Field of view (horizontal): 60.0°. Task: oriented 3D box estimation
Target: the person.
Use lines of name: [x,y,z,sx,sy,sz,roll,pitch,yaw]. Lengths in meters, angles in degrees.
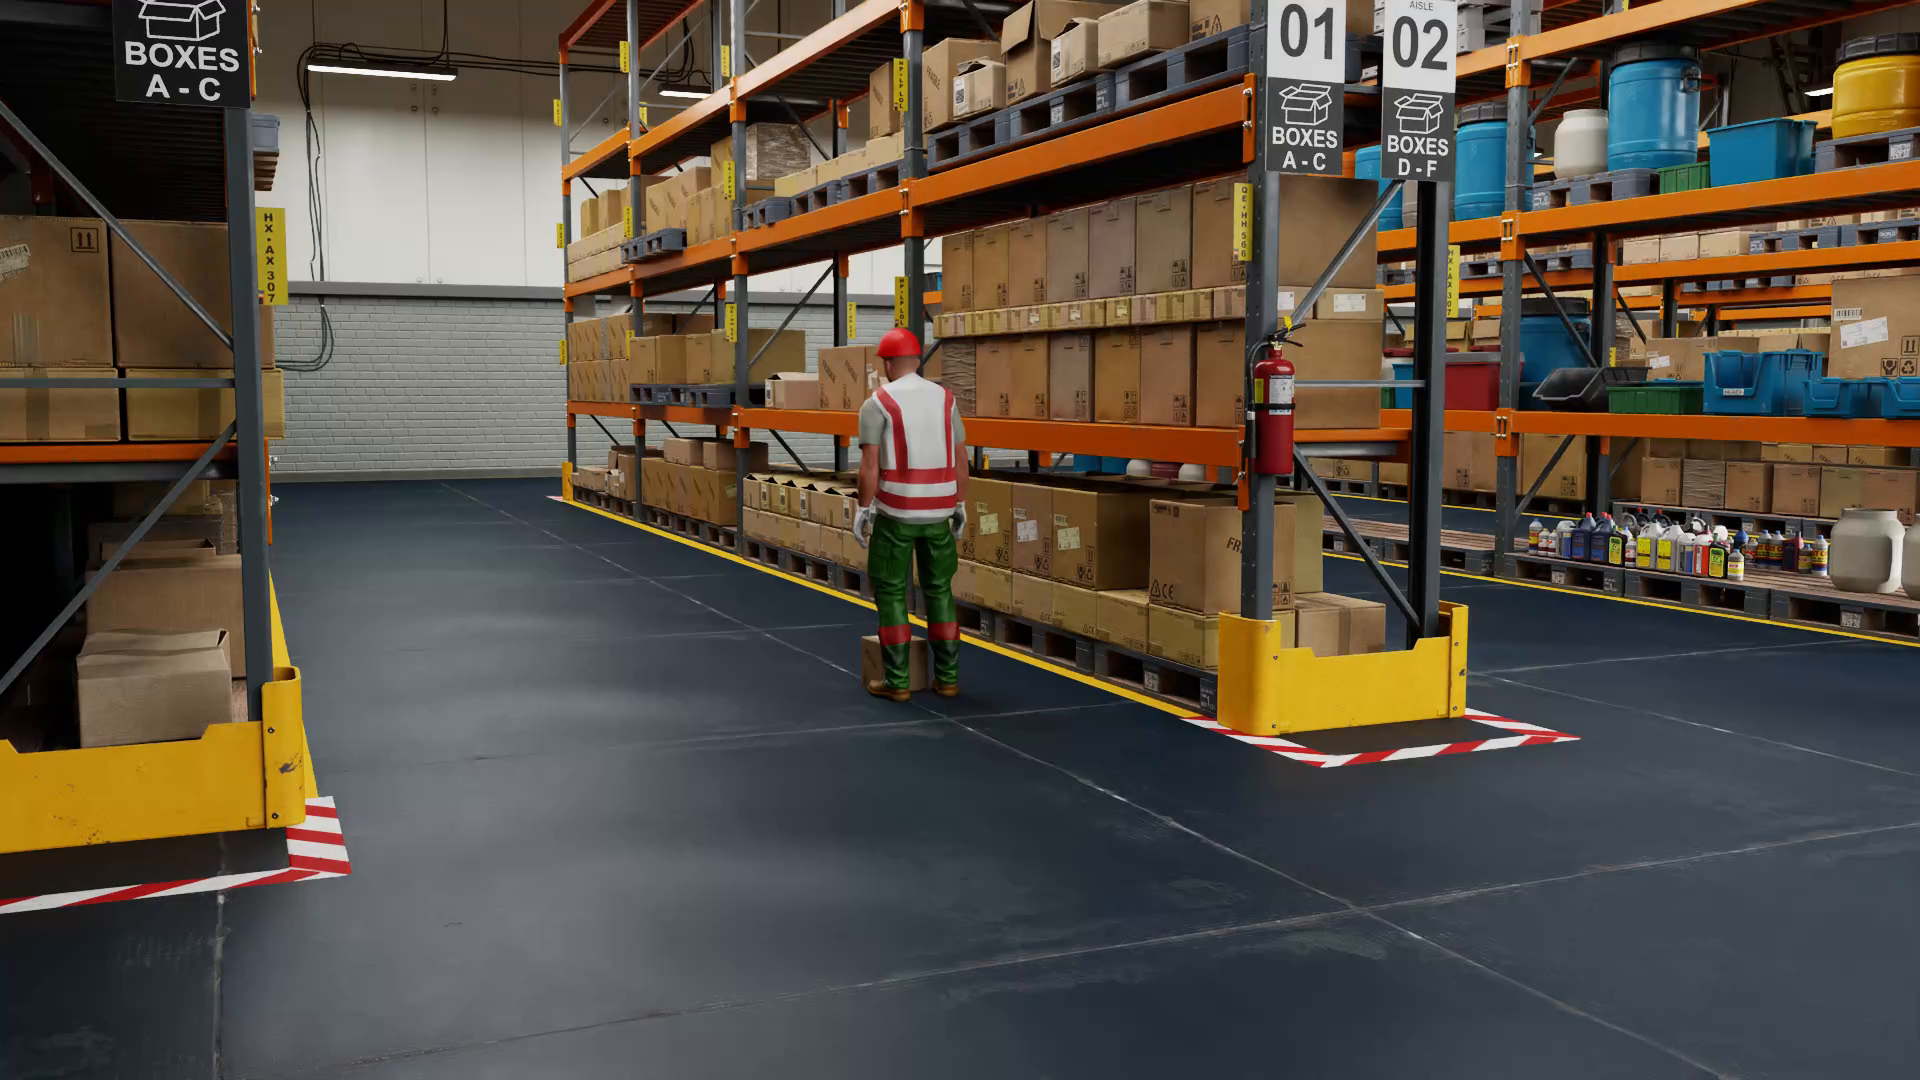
person: [-0.239,-0.126,8.001,0.607,1.774,0.454,-3,6,-26]
